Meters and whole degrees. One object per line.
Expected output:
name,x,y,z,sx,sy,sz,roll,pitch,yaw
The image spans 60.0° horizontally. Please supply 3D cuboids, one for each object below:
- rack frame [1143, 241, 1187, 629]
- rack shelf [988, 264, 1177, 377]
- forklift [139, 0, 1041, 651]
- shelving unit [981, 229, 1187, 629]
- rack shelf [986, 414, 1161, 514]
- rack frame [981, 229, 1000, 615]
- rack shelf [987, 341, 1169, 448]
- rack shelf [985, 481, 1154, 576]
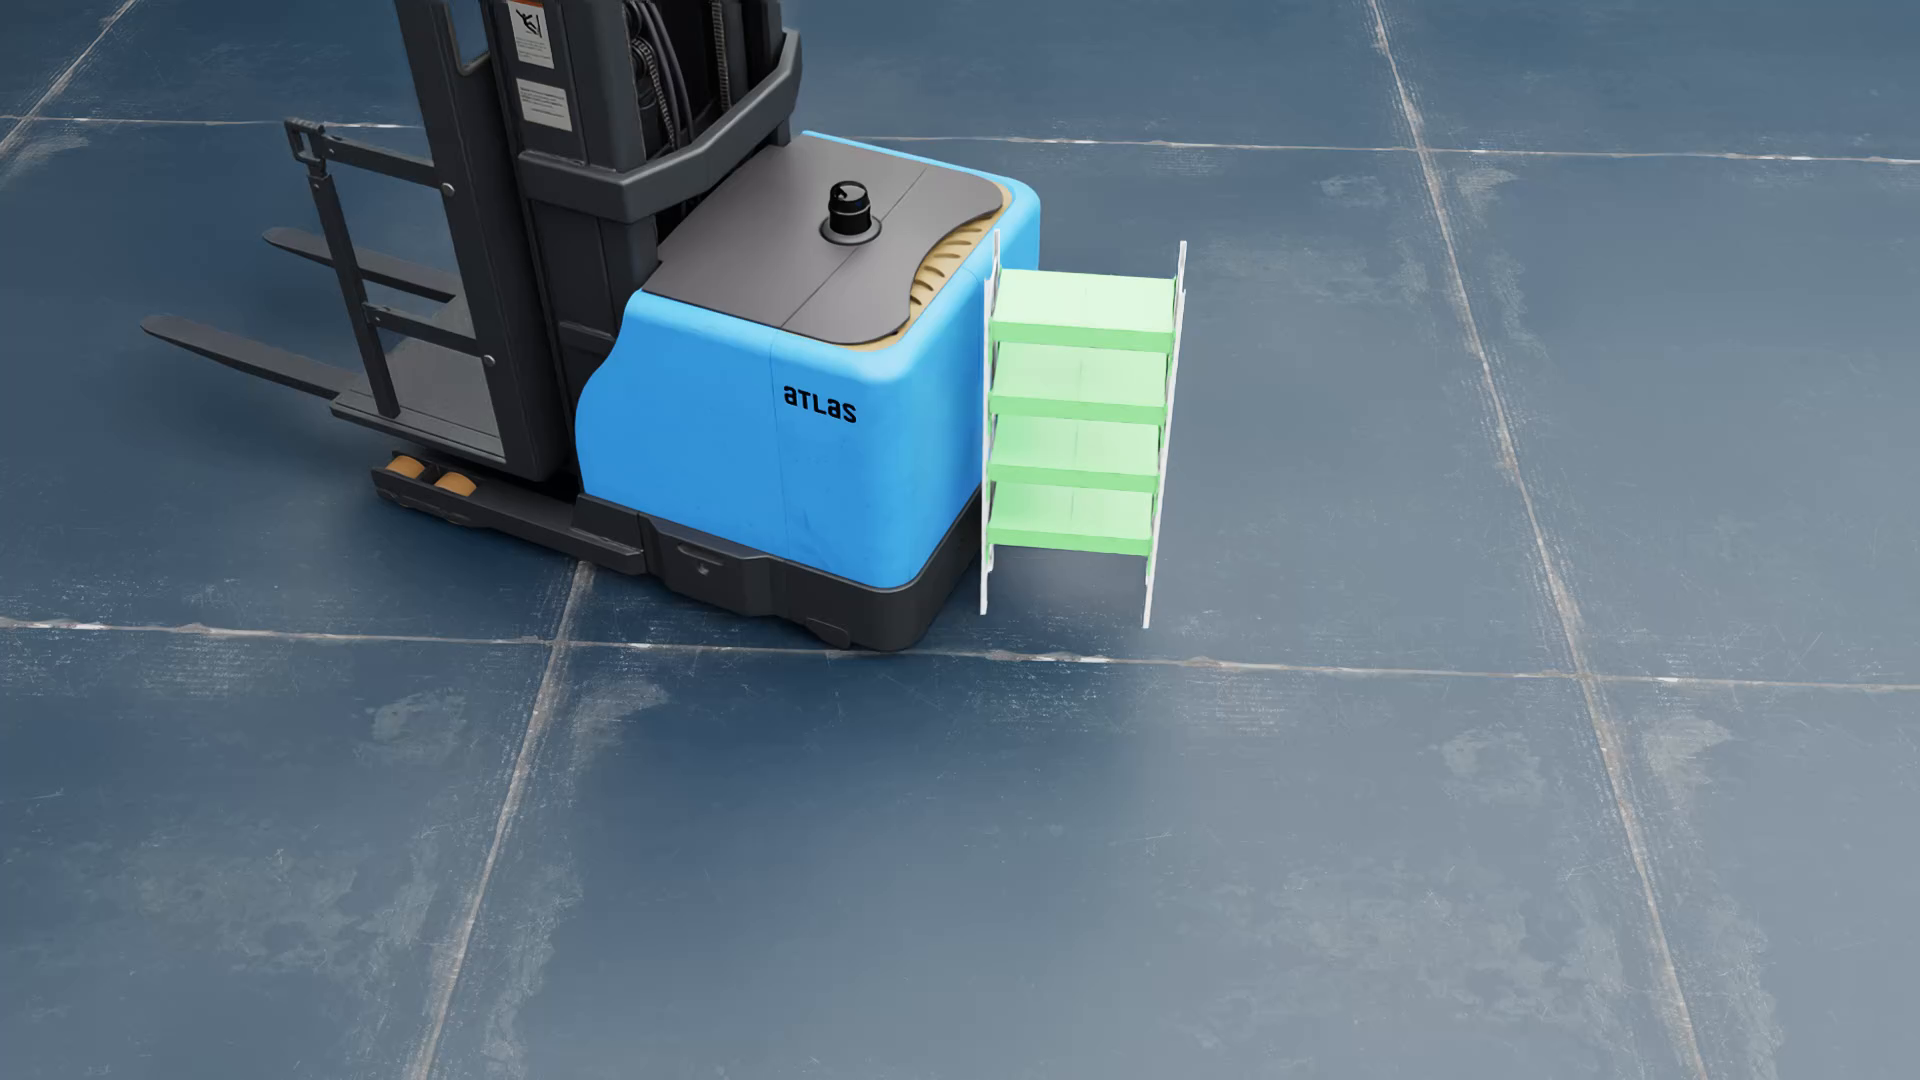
rack frame,0.568,-0.256,4.645,0.015,1.200,0.240,5,43,5
rack shelf,0.326,-0.580,4.382,0.480,0.148,0.258,5,43,5
forklift,-1.314,-1.430,4.635,3.031,2.935,1.130,17,46,18
shelving unit,0.326,-0.275,4.665,0.503,1.200,0.258,5,43,5
rack shelf,0.326,-0.229,4.709,0.480,0.148,0.258,5,43,5
rack frame,0.083,-0.295,4.686,0.015,1.200,0.240,5,43,5
rack shelf,0.326,-0.404,4.545,0.480,0.148,0.258,5,43,5
rack shelf,0.326,-0.053,4.873,0.480,0.148,0.258,5,43,5
